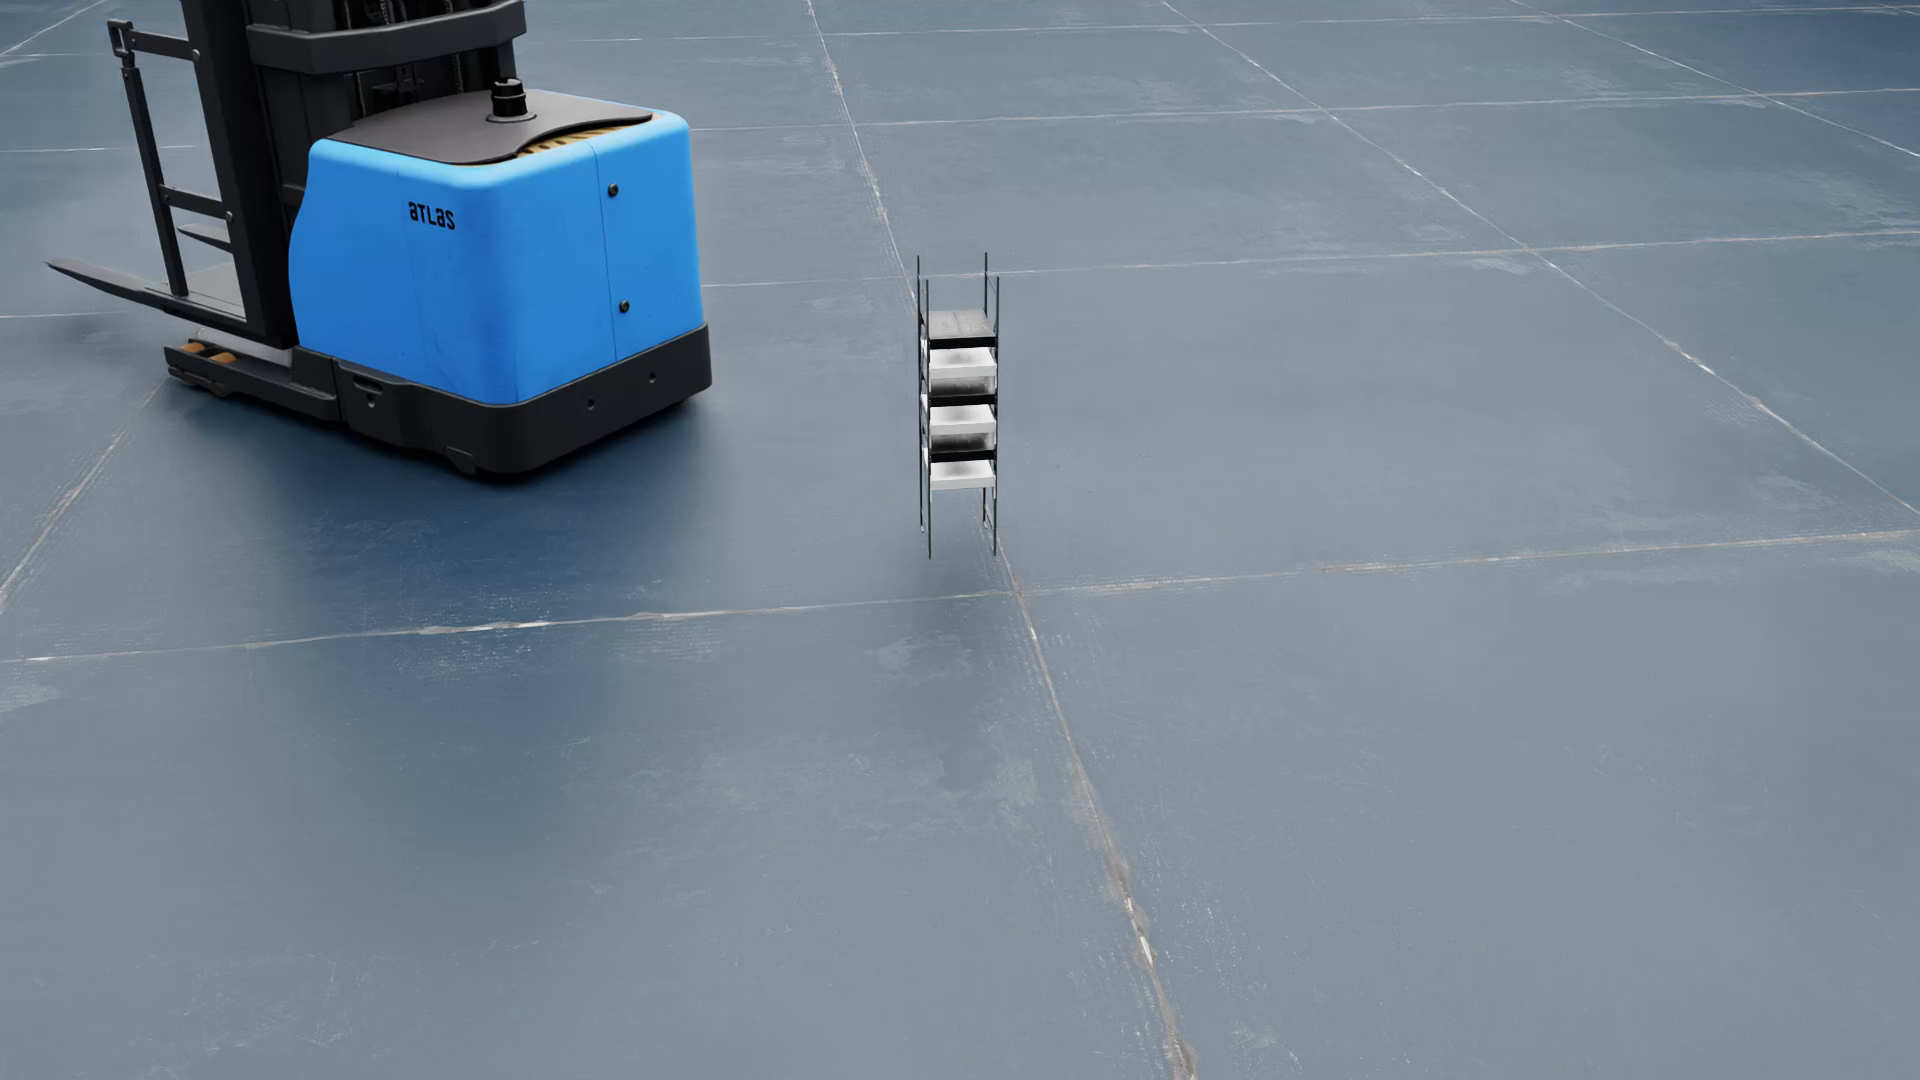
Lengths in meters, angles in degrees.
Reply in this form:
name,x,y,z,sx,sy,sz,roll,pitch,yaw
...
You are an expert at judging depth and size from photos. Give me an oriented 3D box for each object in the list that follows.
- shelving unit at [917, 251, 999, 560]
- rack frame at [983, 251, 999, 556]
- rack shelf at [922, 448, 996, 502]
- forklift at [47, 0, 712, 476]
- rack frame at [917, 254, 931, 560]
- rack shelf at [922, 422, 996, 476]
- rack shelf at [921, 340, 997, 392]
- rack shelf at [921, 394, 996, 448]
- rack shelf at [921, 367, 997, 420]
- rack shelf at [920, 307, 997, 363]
name,x,y,z,sx,sy,sz,roll,pitch,yaw
shelving unit,-0.008,-0.400,5.044,0.210,0.900,0.258,-4,27,-7
rack frame,0.093,-0.406,5.056,0.006,0.900,0.240,-4,27,-7
rack shelf,-0.008,-0.210,5.141,0.200,0.077,0.258,-4,27,-7
forklift,-2.437,-2.026,5.988,3.031,2.935,1.130,17,32,30
rack frame,-0.109,-0.393,5.031,0.006,0.900,0.240,-4,27,-7
rack shelf,-0.008,-0.290,5.100,0.200,0.077,0.258,-4,27,-7
rack shelf,-0.008,-0.530,4.977,0.200,0.077,0.258,-4,27,-7
rack shelf,-0.008,-0.370,5.059,0.200,0.077,0.258,-4,27,-7
rack shelf,-0.008,-0.450,5.018,0.200,0.077,0.258,-4,27,-7
rack shelf,-0.008,-0.610,4.936,0.200,0.077,0.258,-4,27,-7
